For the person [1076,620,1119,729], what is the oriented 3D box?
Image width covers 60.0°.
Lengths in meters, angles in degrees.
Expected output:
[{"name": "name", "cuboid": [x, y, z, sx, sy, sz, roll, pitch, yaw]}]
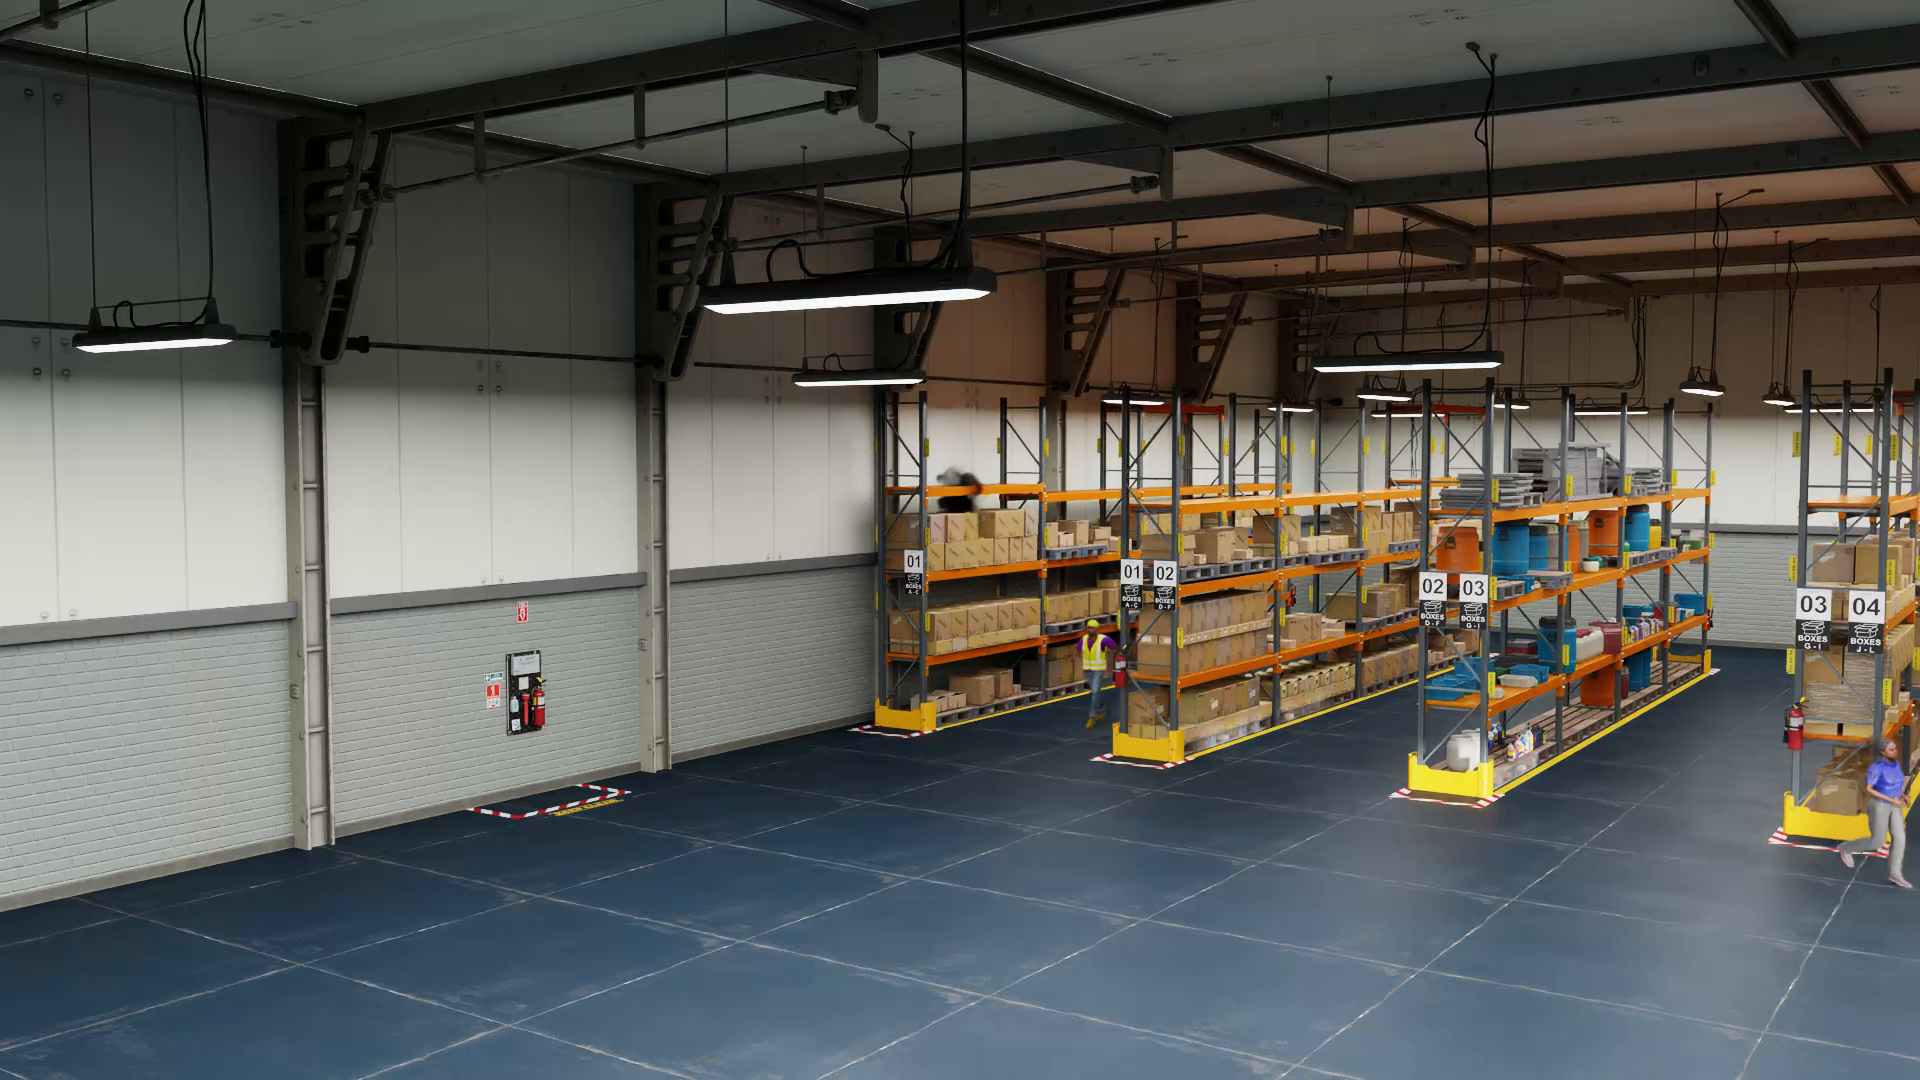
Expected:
[{"name": "person", "cuboid": [2.306, 2.274, 28.534, 0.717, 1.833, 0.851, 2, 4, 36]}]

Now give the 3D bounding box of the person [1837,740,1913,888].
[{"name": "person", "cuboid": [10.670, 3.133, 19.242, 0.587, 1.646, 0.813, -1, 3, -23]}]
